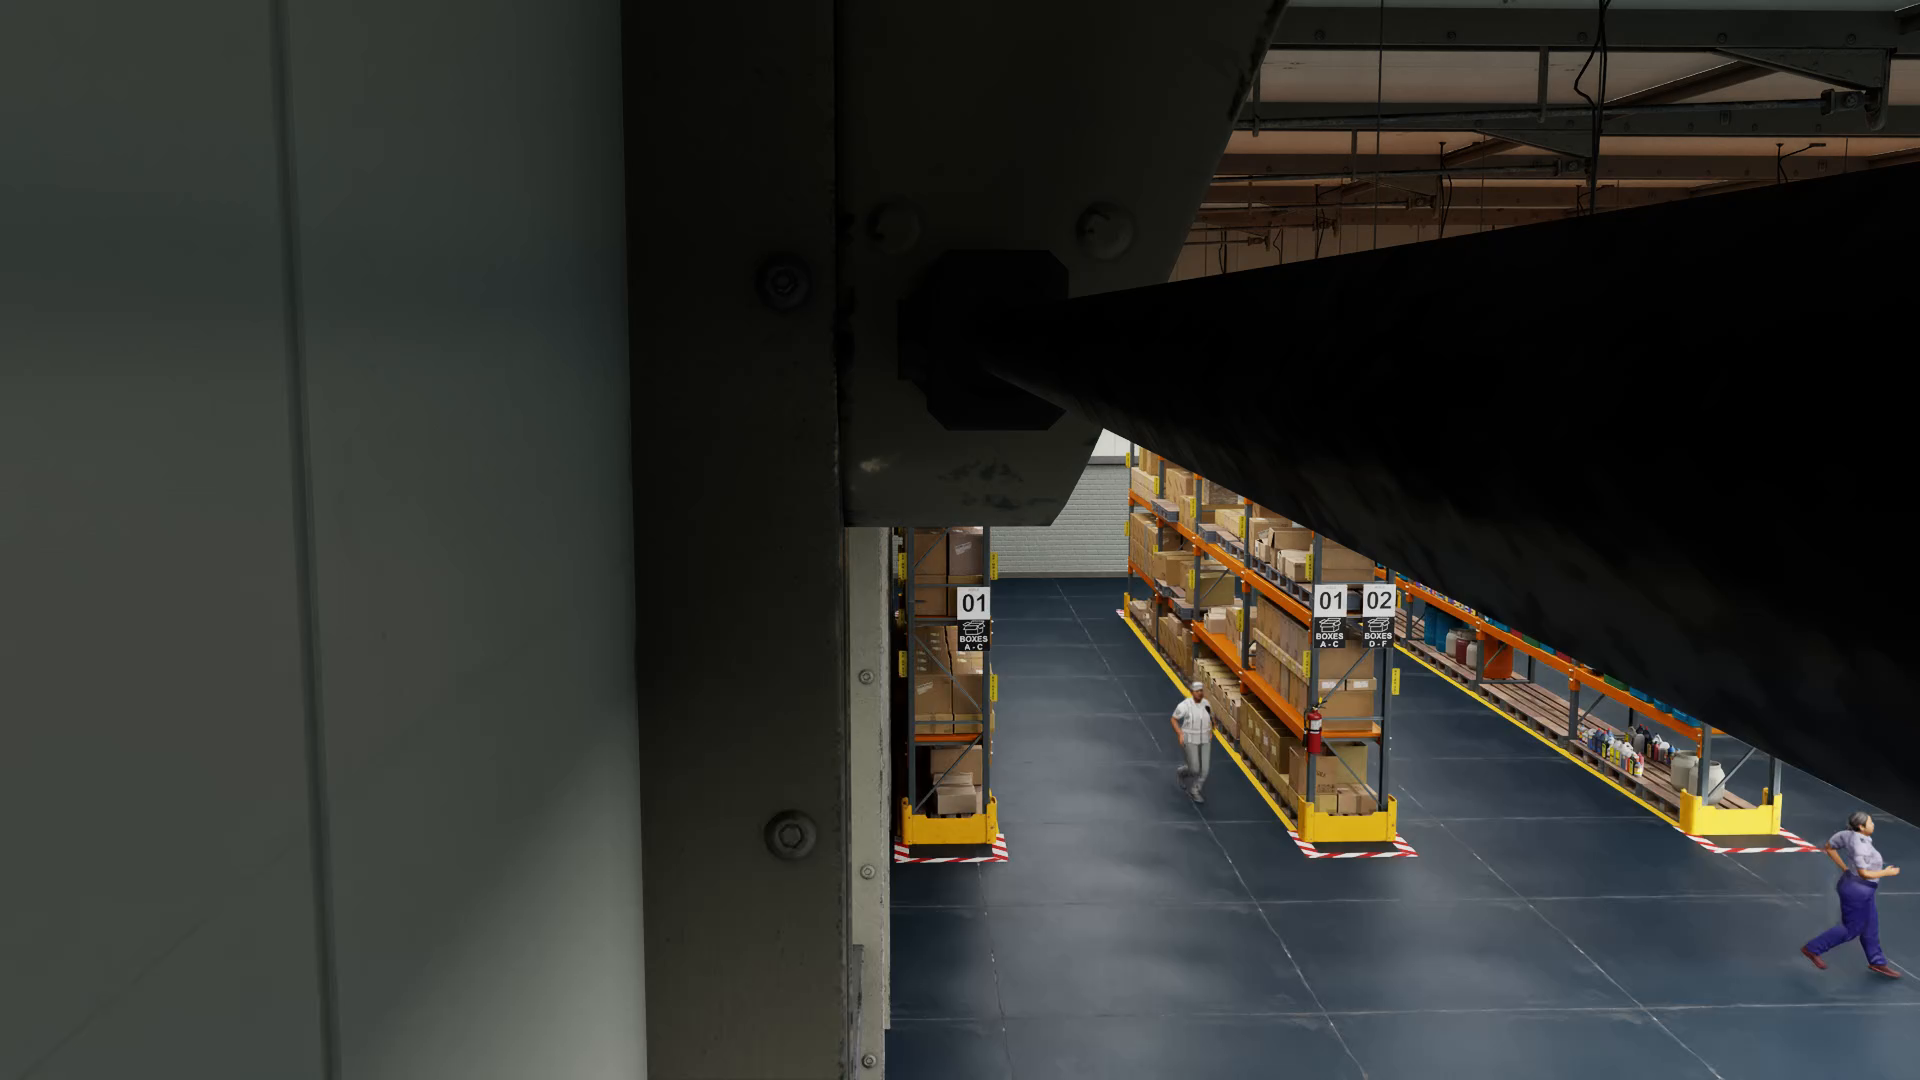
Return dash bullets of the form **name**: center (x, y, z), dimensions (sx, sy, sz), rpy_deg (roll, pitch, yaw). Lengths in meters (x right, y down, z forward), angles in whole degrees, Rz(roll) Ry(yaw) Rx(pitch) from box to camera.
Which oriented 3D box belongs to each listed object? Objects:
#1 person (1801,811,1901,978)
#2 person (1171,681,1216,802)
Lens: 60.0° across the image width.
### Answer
- **person**: center (8.706, 3.439, 16.162), dimensions (0.923, 1.654, 0.604), rpy_deg (2, 8, 17)
- **person**: center (3.159, 2.694, 22.244), dimensions (0.608, 1.623, 0.549), rpy_deg (-2, 8, -17)
